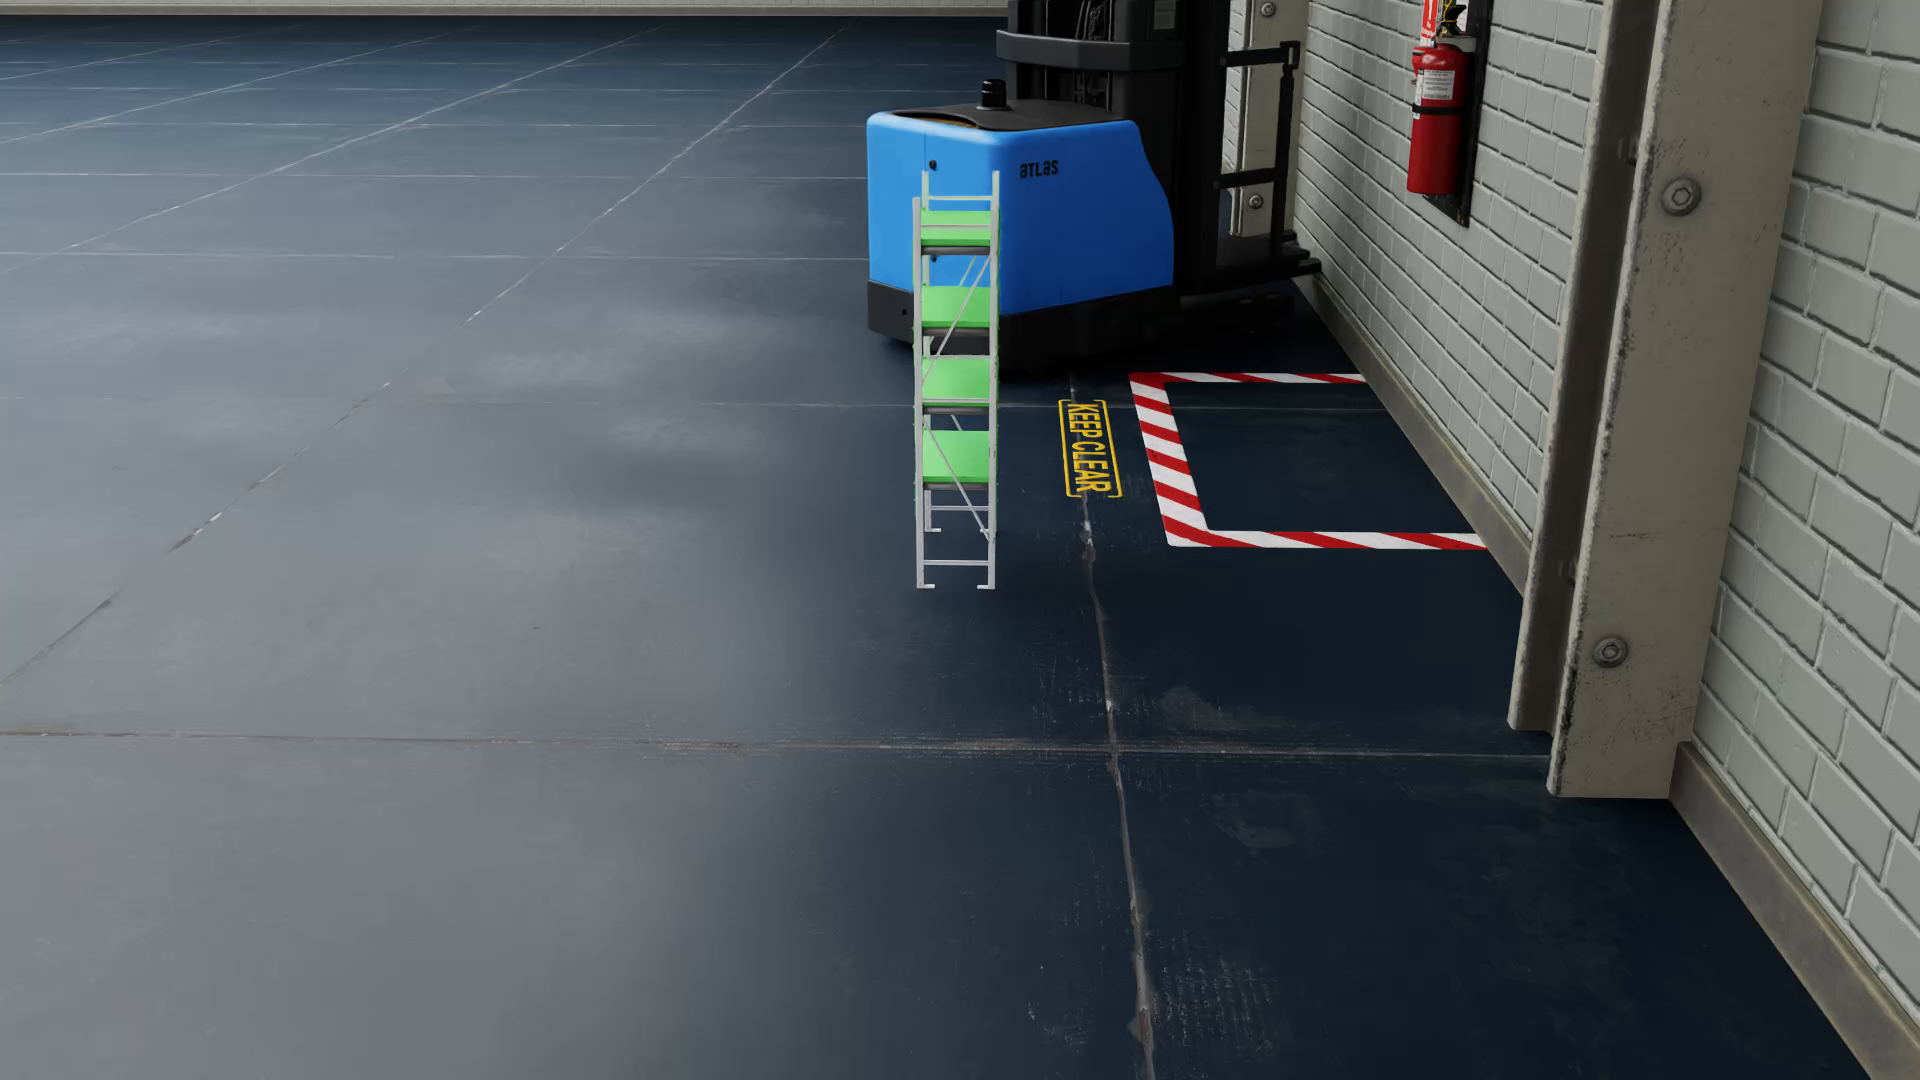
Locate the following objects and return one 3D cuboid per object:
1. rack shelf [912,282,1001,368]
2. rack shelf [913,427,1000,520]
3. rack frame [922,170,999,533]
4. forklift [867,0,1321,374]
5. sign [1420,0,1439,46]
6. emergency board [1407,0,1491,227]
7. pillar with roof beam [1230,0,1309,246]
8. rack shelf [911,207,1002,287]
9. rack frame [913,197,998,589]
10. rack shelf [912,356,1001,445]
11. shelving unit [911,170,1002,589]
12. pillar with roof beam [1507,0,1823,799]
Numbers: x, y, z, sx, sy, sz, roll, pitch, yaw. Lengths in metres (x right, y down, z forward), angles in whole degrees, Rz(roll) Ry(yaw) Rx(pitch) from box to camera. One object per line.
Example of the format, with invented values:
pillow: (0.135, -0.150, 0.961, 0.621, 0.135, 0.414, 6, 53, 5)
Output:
rack shelf: (-0.005, -0.664, 5.094, 0.258, 0.148, 0.480, 1, 21, 2)
rack shelf: (-0.005, -0.216, 5.268, 0.258, 0.148, 0.480, 1, 21, 2)
rack frame: (0.002, -0.588, 5.385, 0.240, 1.200, 0.015, 1, 21, 2)
forklift: (1.031, -2.510, 7.946, 3.031, 2.935, 1.130, -16, 26, -35)
sign: (1.804, -1.967, 6.402, 0.001, 0.329, 0.234, 1, 21, 2)
emergency board: (1.684, -1.751, 5.896, 0.194, 1.169, 0.643, 1, 21, 2)
pillar with roof beam: (-2.550, -5.872, 8.222, 9.100, 9.000, 0.400, 1, 21, 2)
rack shelf: (-0.005, -0.887, 5.007, 0.258, 0.148, 0.480, 1, 21, 2)
rack frame: (-0.012, -0.411, 4.930, 0.240, 1.200, 0.015, 1, 21, 2)
rack shelf: (-0.005, -0.440, 5.181, 0.258, 0.148, 0.480, 1, 21, 2)
shelving unit: (-0.005, -0.500, 5.158, 0.258, 1.200, 0.503, 1, 21, 2)
pillar with roof beam: (-2.733, -3.702, 2.631, 9.100, 9.000, 0.400, 1, 21, 2)
